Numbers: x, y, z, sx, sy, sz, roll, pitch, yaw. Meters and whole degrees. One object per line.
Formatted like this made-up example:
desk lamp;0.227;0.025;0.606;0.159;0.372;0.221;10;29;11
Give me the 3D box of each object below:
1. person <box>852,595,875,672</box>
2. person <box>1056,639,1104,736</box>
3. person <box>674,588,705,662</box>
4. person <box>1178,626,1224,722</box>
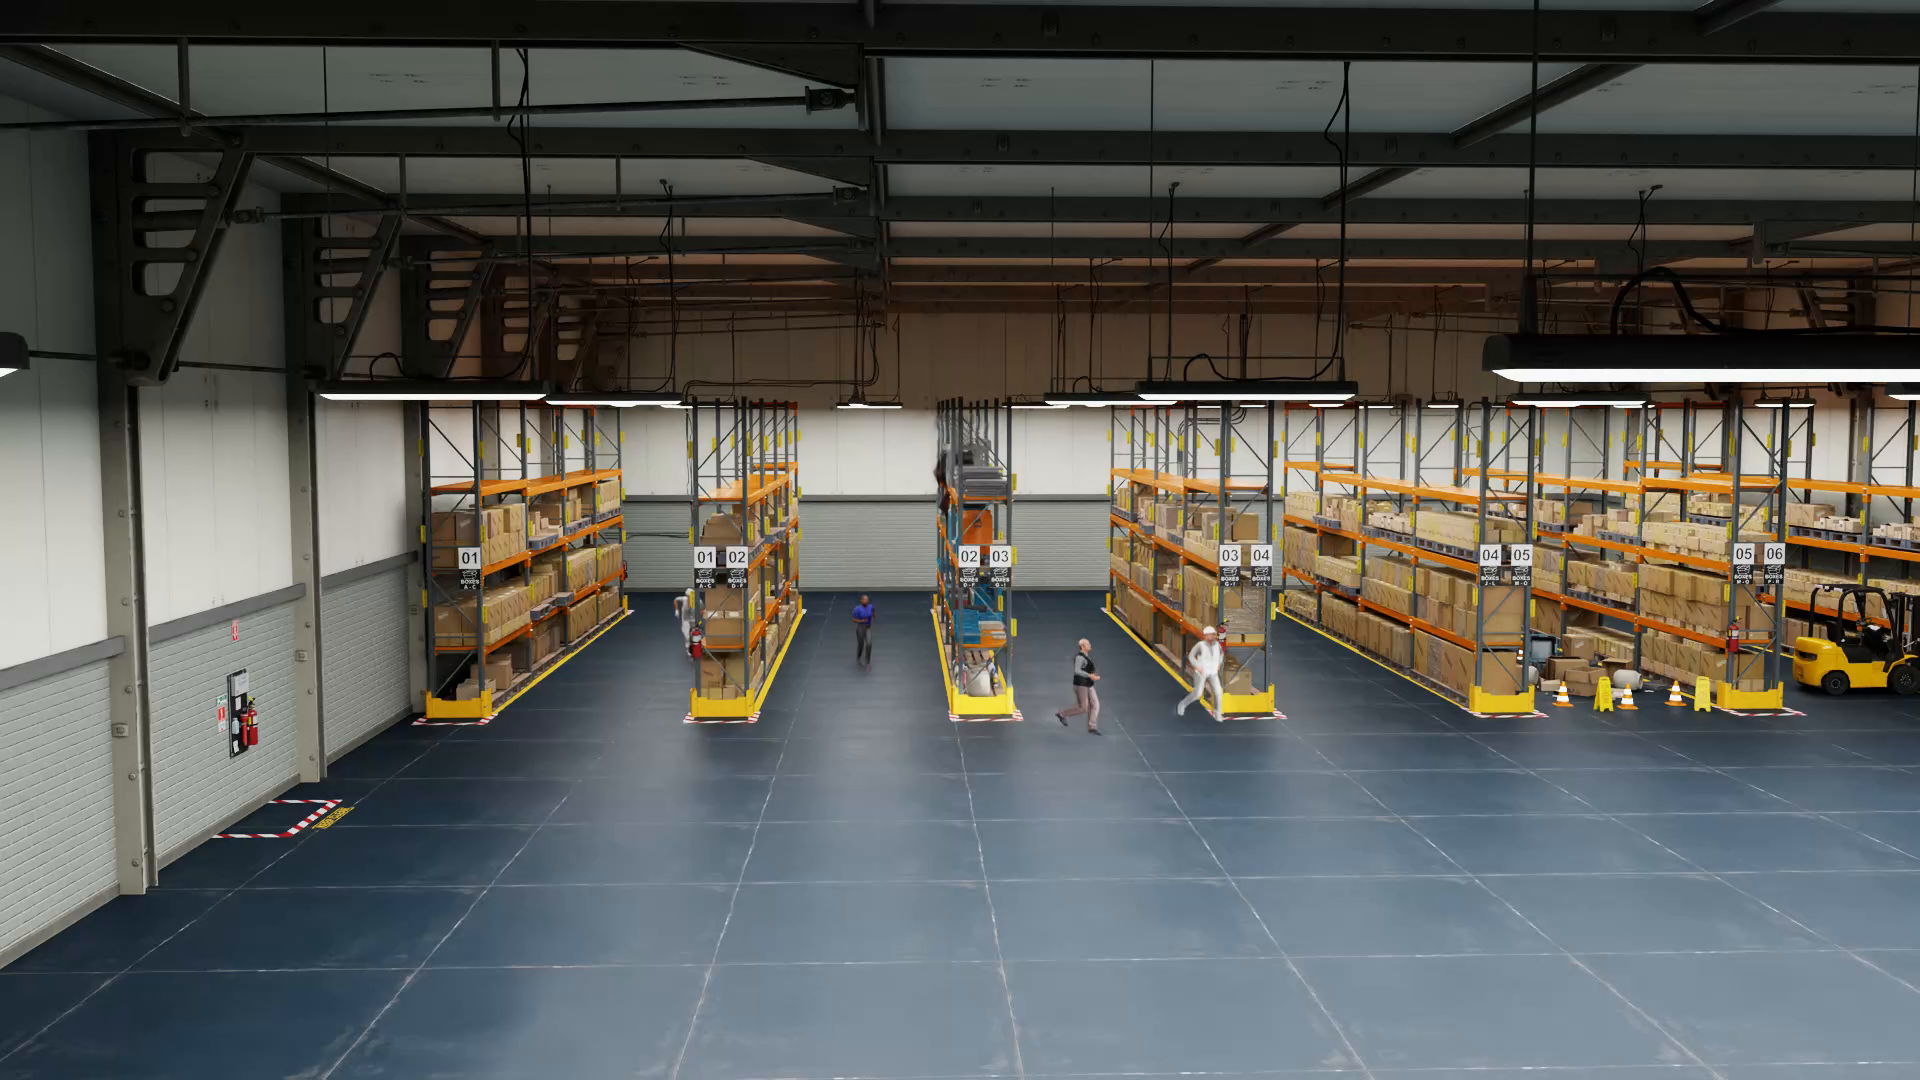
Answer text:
person;-2.147;2.047;37.049;0.599;1.693;0.918;-2;5;-20
person;2.145;2.613;29.531;0.853;1.736;0.668;2;5;20
person;-6.233;1.939;38.407;0.706;1.731;1.053;0;4;-6
person;4.547;2.485;30.956;0.879;1.774;0.715;-2;5;-23
